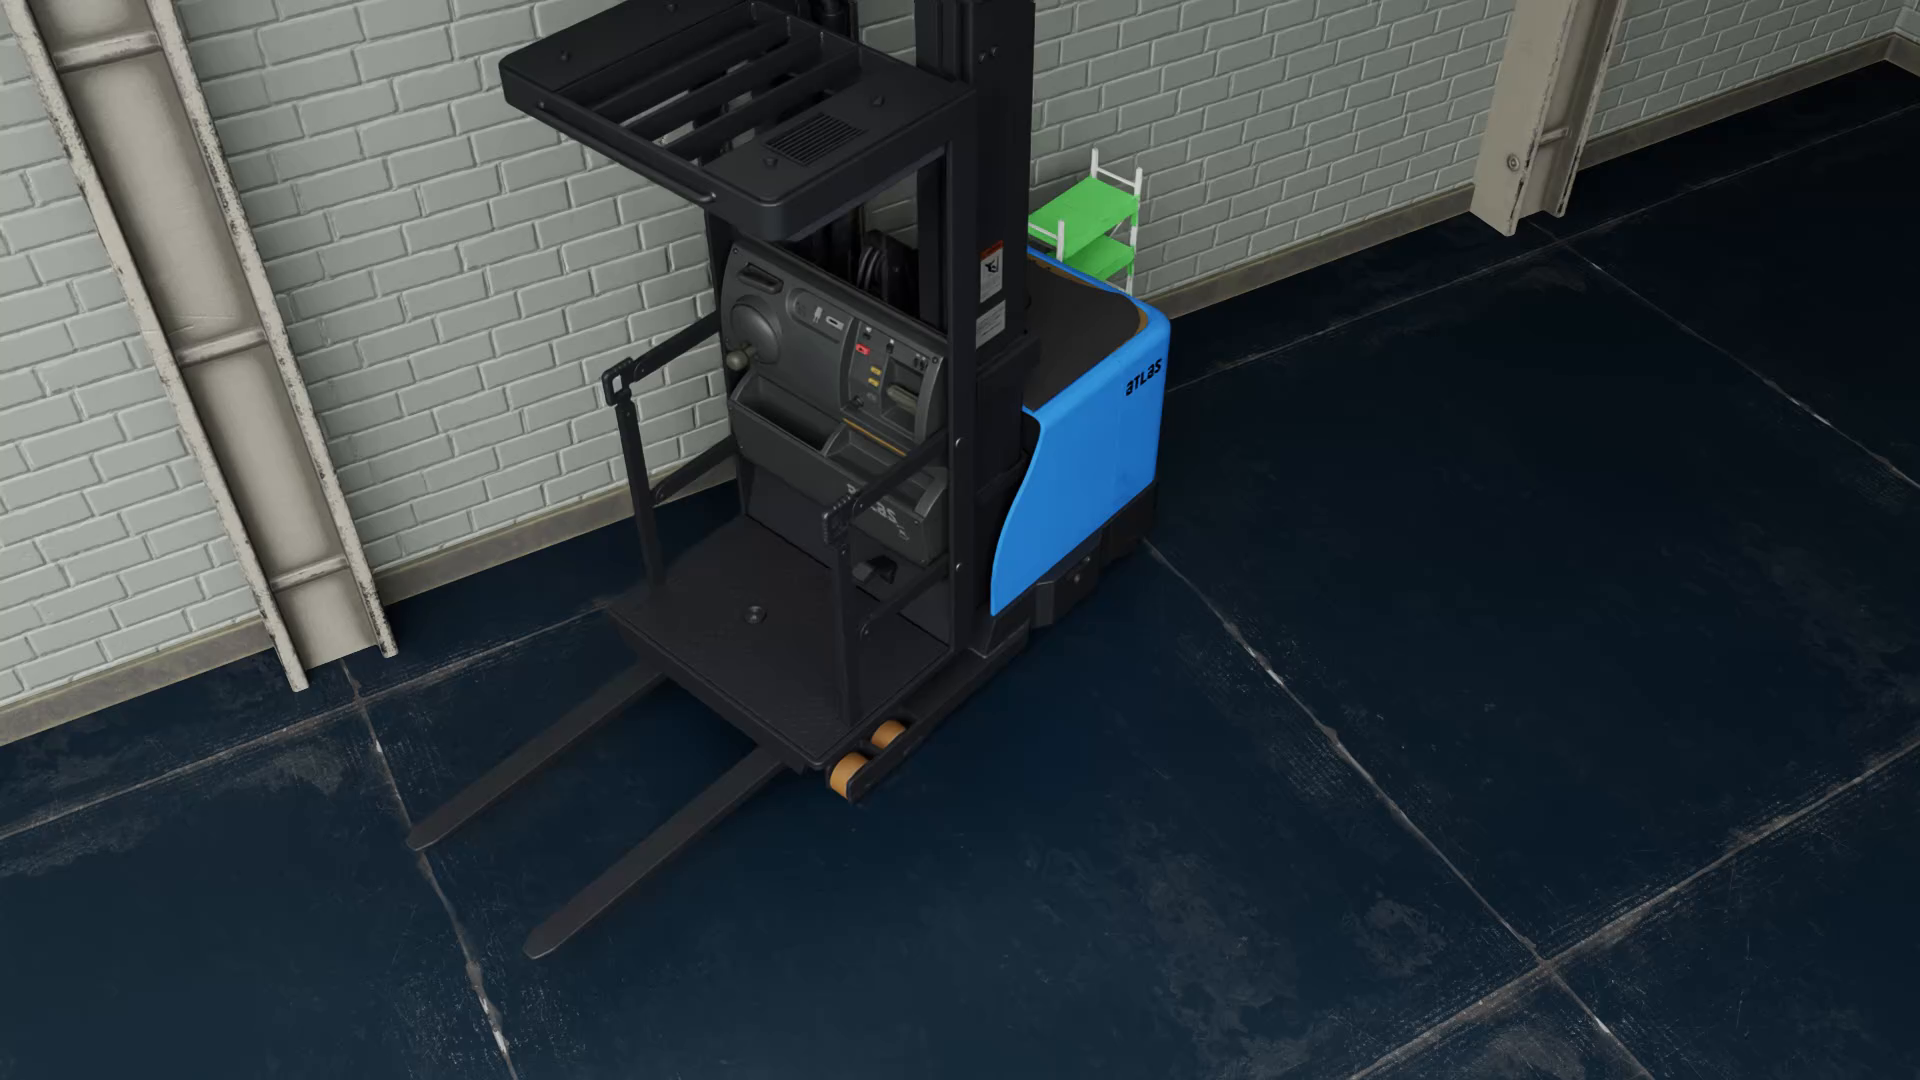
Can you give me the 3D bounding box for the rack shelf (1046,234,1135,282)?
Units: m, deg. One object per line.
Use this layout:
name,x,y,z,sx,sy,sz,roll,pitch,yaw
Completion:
rack shelf,0.462,-1.077,6.746,0.258,0.148,0.480,31,52,28

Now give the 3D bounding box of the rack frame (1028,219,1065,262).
rack frame,0.301,-0.823,6.737,0.240,1.200,0.015,31,52,28

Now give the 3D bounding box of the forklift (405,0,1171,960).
forklift,-0.562,-0.549,5.211,1.130,2.935,3.031,31,52,28

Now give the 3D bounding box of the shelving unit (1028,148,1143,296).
shelving unit,0.462,-0.951,6.868,0.258,1.200,0.503,31,52,28

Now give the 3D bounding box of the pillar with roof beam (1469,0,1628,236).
pillar with roof beam,4.973,-2.307,2.666,0.400,9.000,9.100,-22,48,-21

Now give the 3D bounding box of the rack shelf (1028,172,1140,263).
rack shelf,0.462,-1.250,6.579,0.258,0.148,0.480,31,52,28

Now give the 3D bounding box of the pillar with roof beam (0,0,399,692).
pillar with roof beam,-0.229,-0.225,0.521,0.400,9.000,9.100,-22,48,-21

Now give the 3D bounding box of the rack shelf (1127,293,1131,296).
rack shelf,0.462,-0.905,6.913,0.258,0.148,0.480,31,52,28

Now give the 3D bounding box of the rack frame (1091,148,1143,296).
rack frame,0.623,-1.079,7.000,0.240,1.200,0.015,31,52,28
